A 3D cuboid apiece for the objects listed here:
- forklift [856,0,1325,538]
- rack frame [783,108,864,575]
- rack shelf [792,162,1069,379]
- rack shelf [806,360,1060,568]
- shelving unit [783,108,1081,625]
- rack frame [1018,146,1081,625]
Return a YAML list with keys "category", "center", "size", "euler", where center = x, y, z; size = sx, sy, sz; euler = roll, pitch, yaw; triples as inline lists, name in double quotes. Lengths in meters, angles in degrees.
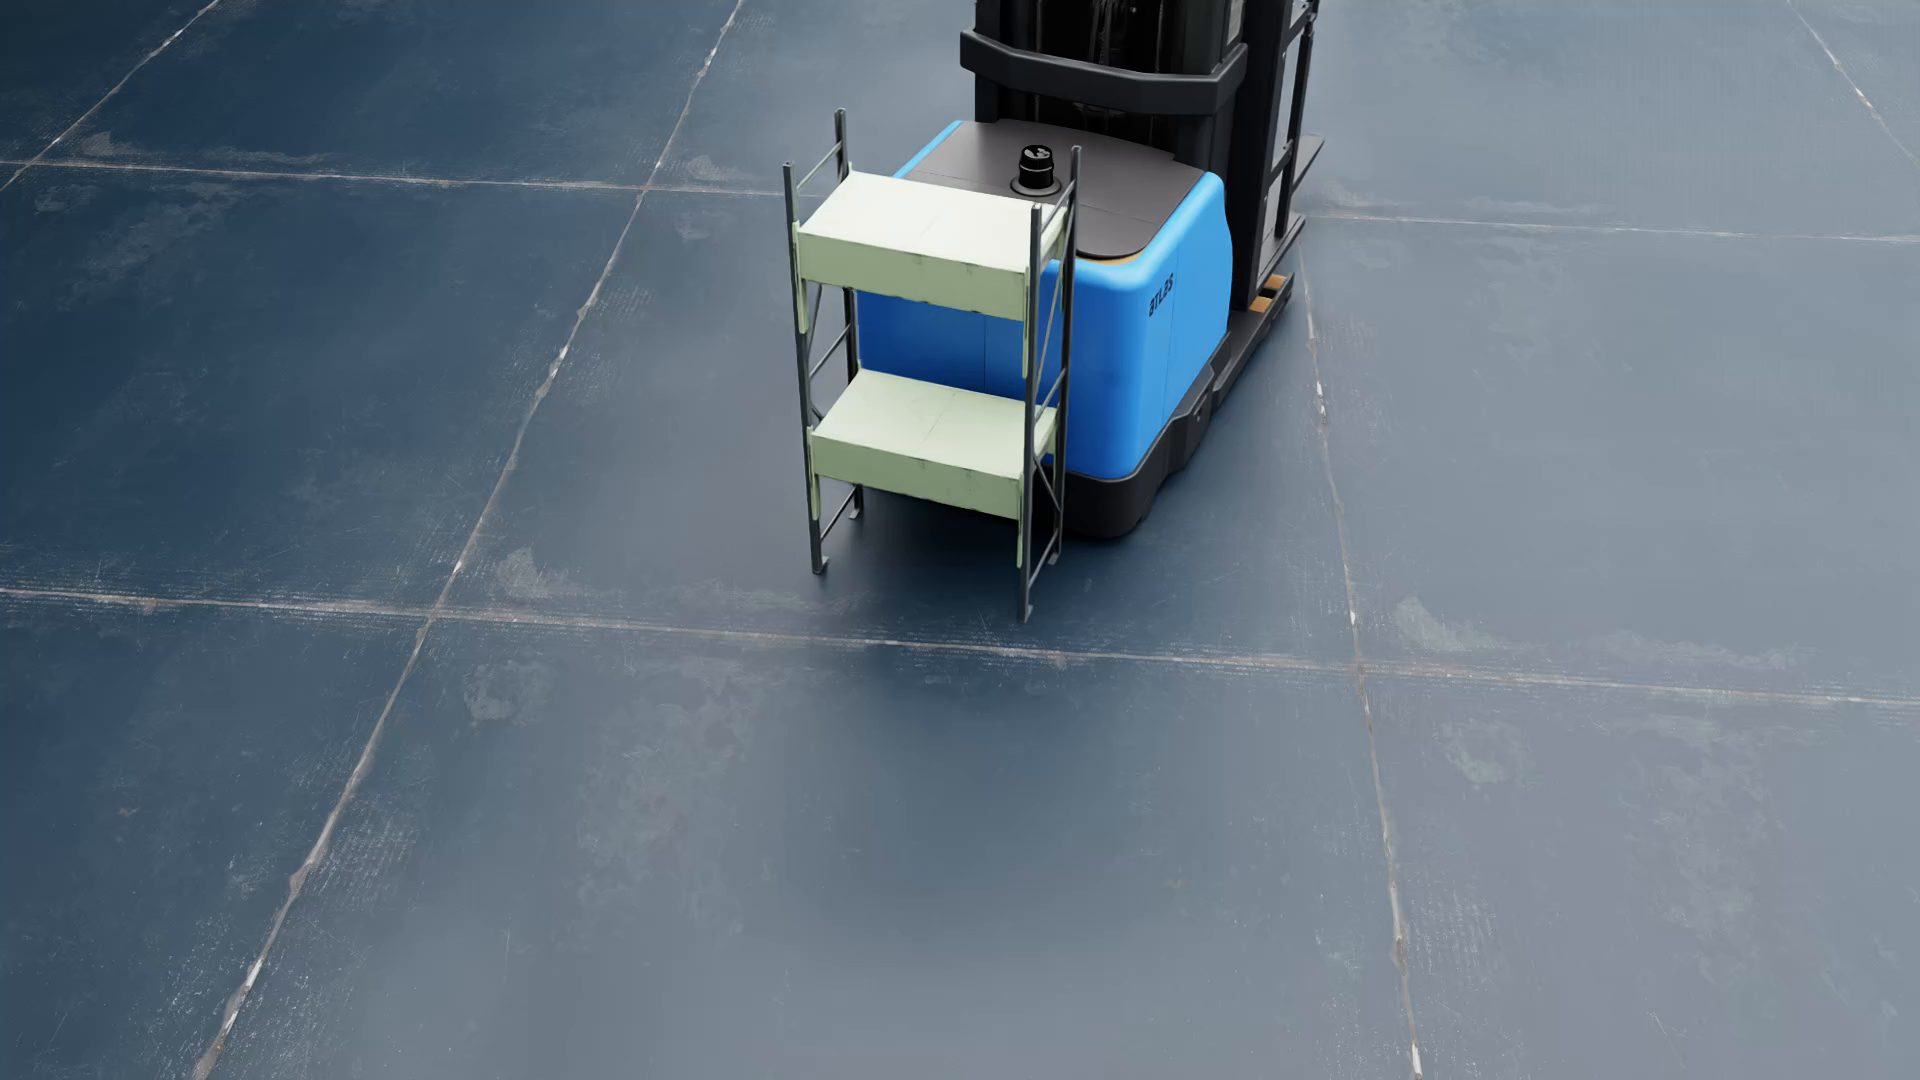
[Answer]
- category: "forklift"
  center: [0.729, -2.069, 5.970]
  size: [1.130, 2.935, 3.031]
  euler: [17, 42, 20]
- category: "rack frame"
  center: [-0.418, -0.586, 5.281]
  size: [0.023, 1.500, 0.400]
  euler: [13, 41, 15]
- category: "rack shelf"
  center: [-0.075, -0.809, 4.938]
  size: [0.720, 0.370, 0.431]
  euler: [13, 41, 15]
- category: "rack shelf"
  center: [-0.075, -0.254, 5.390]
  size: [0.720, 0.370, 0.431]
  euler: [13, 41, 15]
- category: "shelving unit"
  center: [-0.075, -0.506, 5.184]
  size: [0.755, 1.500, 0.431]
  euler: [13, 41, 15]
- category: "rack frame"
  center: [0.269, -0.427, 5.087]
  size: [0.023, 1.500, 0.400]
  euler: [13, 41, 15]
